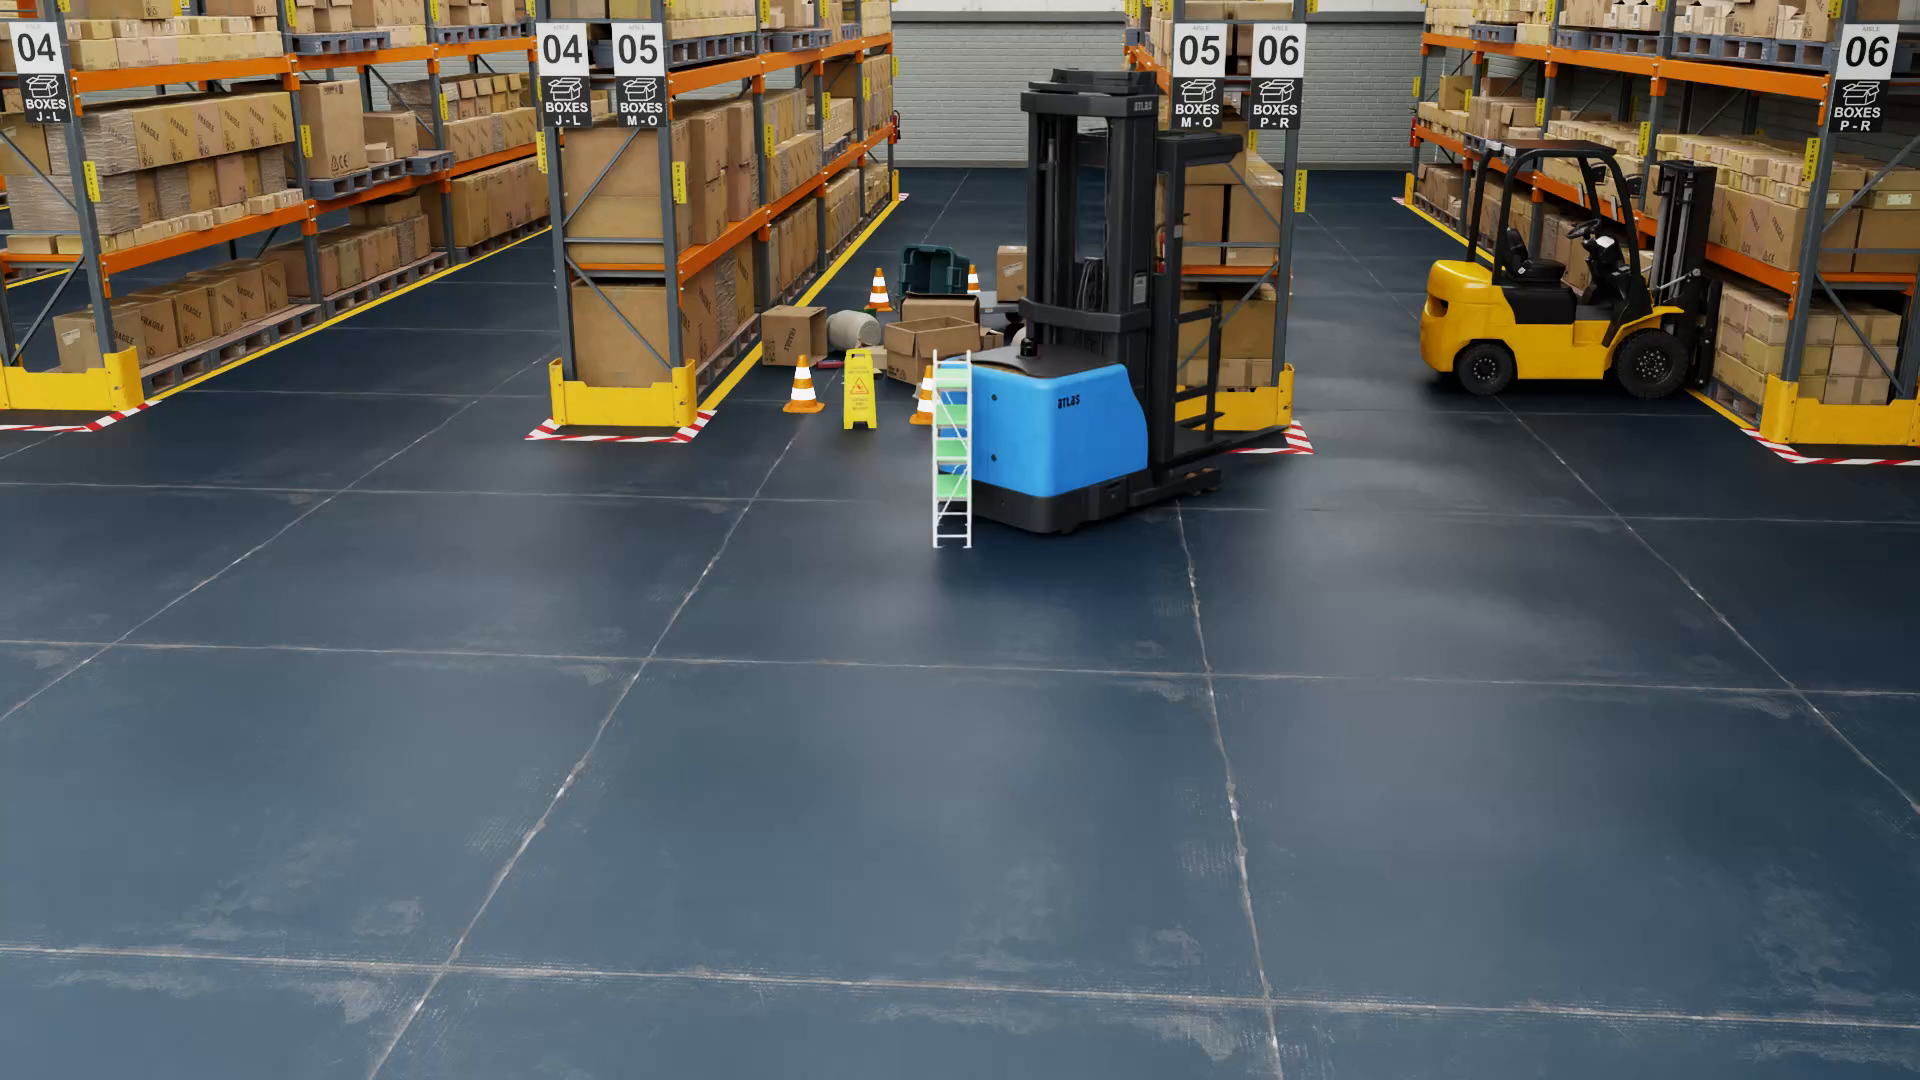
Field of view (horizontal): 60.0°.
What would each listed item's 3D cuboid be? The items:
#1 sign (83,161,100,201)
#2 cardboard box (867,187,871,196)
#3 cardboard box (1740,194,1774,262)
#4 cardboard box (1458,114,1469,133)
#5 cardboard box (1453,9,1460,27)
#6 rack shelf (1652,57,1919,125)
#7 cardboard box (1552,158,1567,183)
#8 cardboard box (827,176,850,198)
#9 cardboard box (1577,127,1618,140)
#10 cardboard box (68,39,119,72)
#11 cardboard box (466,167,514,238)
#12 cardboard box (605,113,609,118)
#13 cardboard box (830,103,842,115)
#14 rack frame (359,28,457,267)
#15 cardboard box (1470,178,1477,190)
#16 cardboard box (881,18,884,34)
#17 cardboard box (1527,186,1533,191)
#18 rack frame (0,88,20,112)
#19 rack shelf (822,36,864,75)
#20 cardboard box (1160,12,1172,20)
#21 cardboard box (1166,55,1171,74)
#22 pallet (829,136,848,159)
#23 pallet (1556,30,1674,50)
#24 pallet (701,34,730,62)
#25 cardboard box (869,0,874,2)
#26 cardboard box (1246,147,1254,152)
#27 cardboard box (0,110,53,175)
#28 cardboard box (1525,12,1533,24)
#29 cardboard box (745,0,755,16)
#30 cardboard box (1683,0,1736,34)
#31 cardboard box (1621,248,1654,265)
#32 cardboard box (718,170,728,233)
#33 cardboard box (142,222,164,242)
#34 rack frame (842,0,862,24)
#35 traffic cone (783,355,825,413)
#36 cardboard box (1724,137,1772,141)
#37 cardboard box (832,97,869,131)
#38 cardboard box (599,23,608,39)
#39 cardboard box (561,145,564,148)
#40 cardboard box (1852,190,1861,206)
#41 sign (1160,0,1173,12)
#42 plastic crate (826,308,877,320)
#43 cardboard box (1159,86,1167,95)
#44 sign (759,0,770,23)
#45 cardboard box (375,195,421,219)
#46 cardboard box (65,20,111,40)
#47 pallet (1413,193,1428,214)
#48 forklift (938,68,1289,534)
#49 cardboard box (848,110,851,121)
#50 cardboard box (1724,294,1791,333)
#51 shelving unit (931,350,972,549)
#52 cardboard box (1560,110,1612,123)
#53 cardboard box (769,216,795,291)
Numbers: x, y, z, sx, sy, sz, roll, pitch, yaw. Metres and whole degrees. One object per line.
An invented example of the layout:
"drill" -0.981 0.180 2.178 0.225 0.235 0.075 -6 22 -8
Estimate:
"sign" -7.205 -2.975 13.795 0.100 0.325 0.005 1 18 4
"cardboard box" -1.626 -5.578 26.555 0.380 0.149 0.250 2 18 6
"cardboard box" 6.909 -2.612 13.916 0.500 0.500 0.500 2 18 6
"cardboard box" 7.743 -6.205 24.807 0.500 0.250 0.500 2 18 5
"cardboard box" 7.809 -7.943 25.293 0.500 0.250 0.500 2 18 5
"rack shelf" 7.232 -3.949 14.497 1.077 0.370 4.000 1 18 4
"cardboard box" 7.346 -4.370 19.682 0.500 0.250 0.500 1 18 3
"cardboard box" -1.822 -4.968 23.402 0.500 0.250 0.500 0 18 1
"cardboard box" 7.341 -4.669 19.153 0.380 0.149 0.250 1 18 5
"cardboard box" -7.454 -4.074 13.961 0.500 0.250 0.500 2 18 6
"cardboard box" -7.031 -4.741 23.311 1.225 0.875 0.875 1 18 4
"cardboard box" -6.297 -7.308 28.811 0.380 0.149 0.250 2 18 5
"cardboard box" -1.859 -6.073 23.413 0.380 0.149 0.250 1 18 2
"rack frame" -7.173 -5.060 21.549 1.000 3.000 0.127 1 18 4
"cardboard box" 7.658 -5.186 24.231 0.380 0.149 0.250 2 18 7
"cardboard box" -1.507 -8.297 26.852 0.500 0.250 0.500 2 18 6
"cardboard box" 8.123 -4.849 23.202 0.380 0.149 0.250 2 18 5
"rack frame" -12.113 -5.171 21.886 1.000 3.000 0.127 1 18 4
"rack shelf" -2.090 -6.623 22.656 1.077 0.370 4.000 1 18 4
"cardboard box" 1.944 -4.628 14.535 0.380 0.149 0.250 2 18 5
"cardboard box" 1.870 -3.856 13.458 0.380 0.149 0.250 1 18 4
"pallet" -2.132 -5.443 23.024 1.003 0.211 1.213 1 18 4
"pallet" 7.703 -5.852 19.452 1.213 0.211 1.003 2 18 6
"pallet" -2.679 -4.427 14.943 1.003 0.211 1.213 1 18 4
"cardboard box" -1.542 -8.434 25.825 0.380 0.149 0.250 2 18 7
"cardboard box" 2.641 -3.642 16.582 0.500 0.500 0.500 1 18 3
"cardboard box" -7.954 -3.416 14.287 0.500 0.500 0.500 1 18 4
"cardboard box" 7.566 -6.788 21.604 0.380 0.149 0.250 2 18 6
"cardboard box" -2.299 -5.260 16.269 0.500 0.250 0.500 1 18 3
"cardboard box" 7.073 -4.864 15.442 0.500 0.311 0.500 2 18 5
"cardboard box" 7.402 -2.720 17.548 0.875 0.625 0.625 2 18 6
"cardboard box" -2.645 -3.129 15.414 0.875 0.550 0.500 1 18 4
"cardboard box" -7.421 -2.772 14.969 0.380 0.149 0.250 1 18 4
"rack frame" -1.946 -9.011 23.972 1.000 3.000 0.127 1 18 4
"traffic cone" -1.352 -1.361 14.334 0.336 0.463 0.334 1 18 4
"cardboard box" 7.595 -3.801 16.027 0.380 0.149 0.250 1 18 2
"cardboard box" -1.660 -6.498 25.297 0.500 0.500 0.500 1 18 3
"cardboard box" -3.102 -4.176 13.601 0.380 0.149 0.250 1 18 4
"cardboard box" -6.695 -5.975 27.079 0.875 0.875 0.875 1 18 4
"cardboard box" 7.326 -2.778 13.382 0.380 0.149 0.250 1 18 4
"sign" 1.586 -4.219 12.743 0.100 0.325 0.005 1 18 4
"plastic crate" -1.226 -2.284 17.499 0.450 0.188 0.662 0 15 35
"cardboard box" 2.488 -5.528 21.210 0.500 0.500 0.500 1 18 2
"sign" -1.966 -5.373 16.728 0.100 0.325 0.005 1 18 4
"cardboard box" -7.191 -4.229 21.116 0.500 0.250 0.500 2 18 6
"cardboard box" -7.381 -4.278 13.945 0.380 0.149 0.250 2 18 5
"pallet" 8.174 -5.618 27.728 1.003 0.211 1.213 1 18 4
"forklift" 1.248 -1.805 11.724 3.031 2.935 1.130 -17 25 -42
"cardboard box" -1.796 -6.172 24.194 0.380 0.149 0.250 1 18 4
"cardboard box" 6.842 -1.922 14.106 0.500 0.250 0.500 2 18 5
"shelving unit" -0.052 -0.593 10.807 0.258 1.200 0.503 0 18 0
"cardboard box" 7.855 -5.133 20.935 0.500 0.500 0.500 2 18 7
"cardboard box" -2.492 -3.301 19.117 1.050 0.750 0.750 1 18 4
